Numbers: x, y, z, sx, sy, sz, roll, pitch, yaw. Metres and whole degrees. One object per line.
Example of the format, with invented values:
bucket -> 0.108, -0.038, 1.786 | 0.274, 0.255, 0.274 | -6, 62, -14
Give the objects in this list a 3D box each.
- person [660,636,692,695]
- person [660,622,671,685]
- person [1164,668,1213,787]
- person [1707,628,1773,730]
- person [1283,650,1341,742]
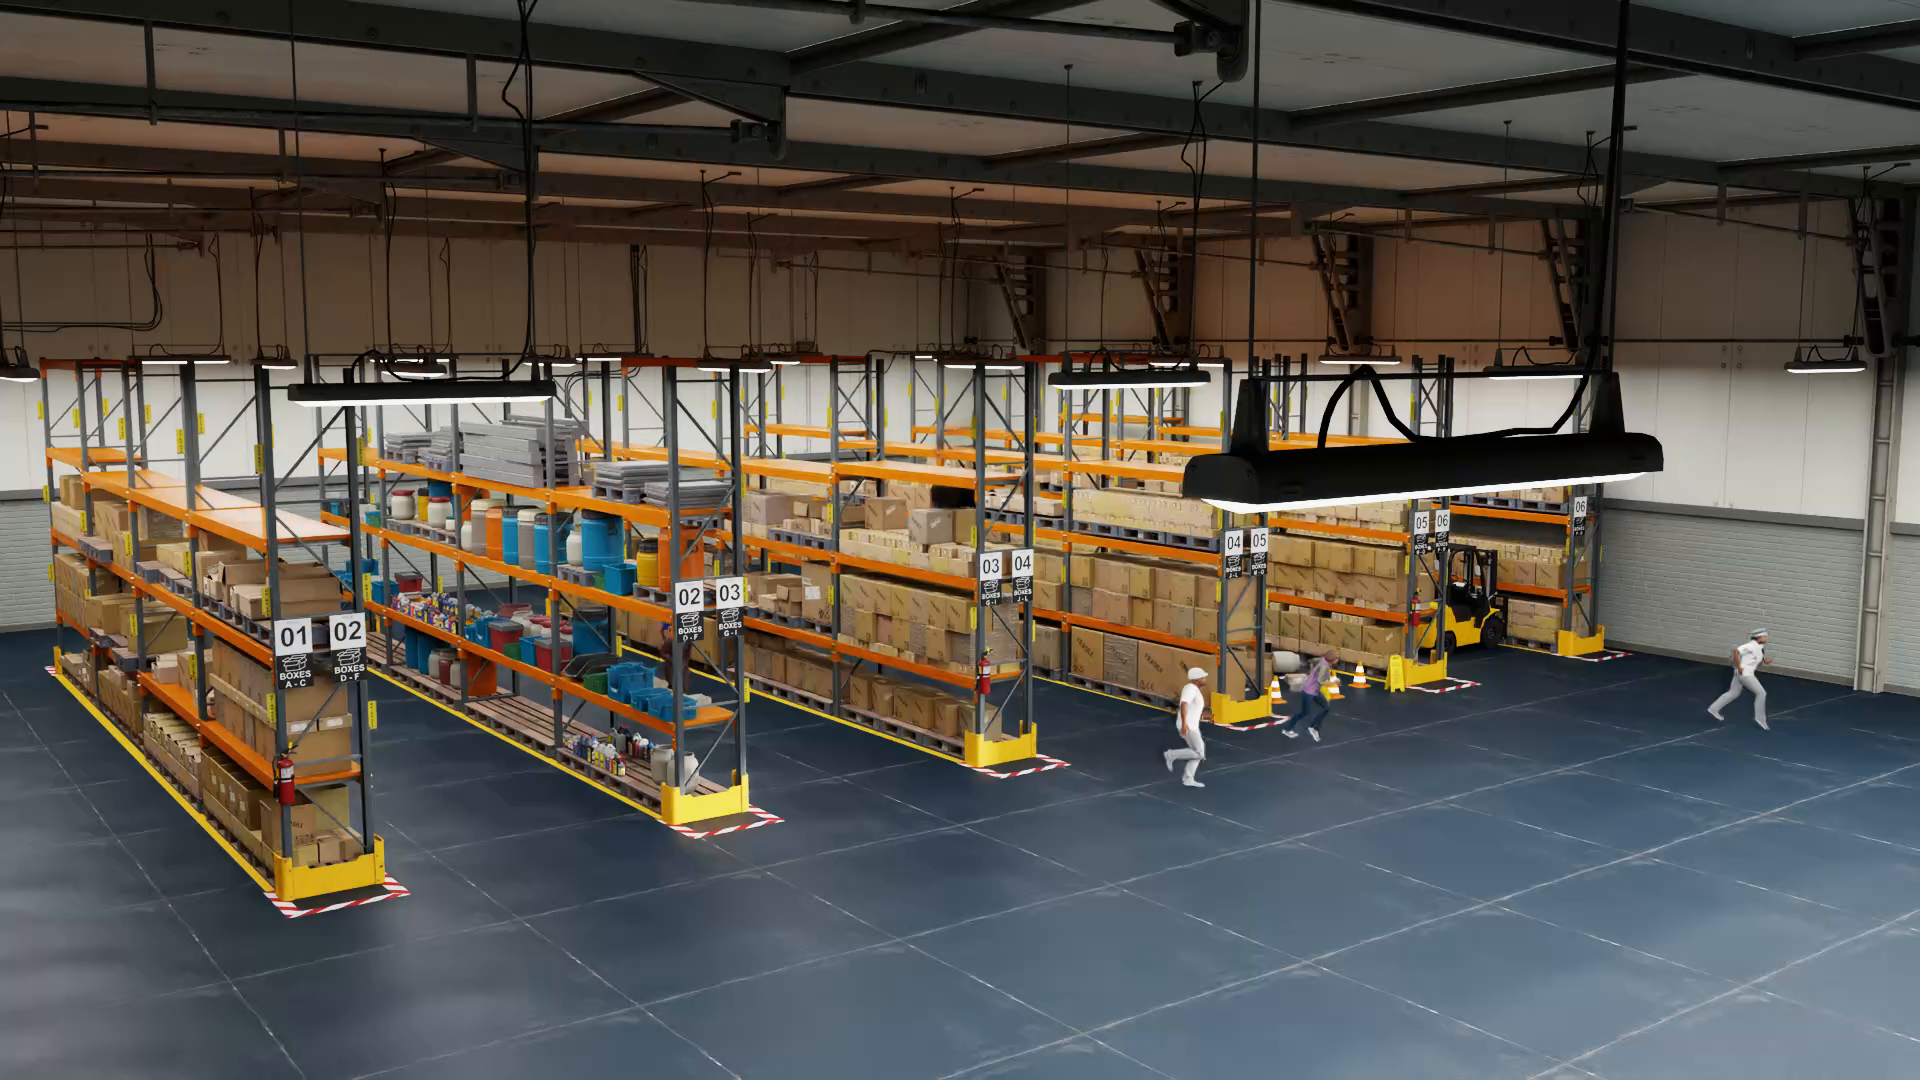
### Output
person -> -4.752, 2.223, 27.786 | 0.703, 1.616, 0.797 | -6, 9, -41
person -> -5.040, 1.934, 29.952 | 0.561, 1.621, 0.573 | -5, 9, -38
person -> 3.250, 2.666, 23.655 | 0.691, 1.715, 0.743 | 1, 7, 5
person -> 12.830, 2.250, 27.302 | 0.937, 1.699, 0.577 | 3, 8, 26
person -> 5.580, 2.454, 26.336 | 0.897, 1.495, 0.577 | 2, 7, 18
